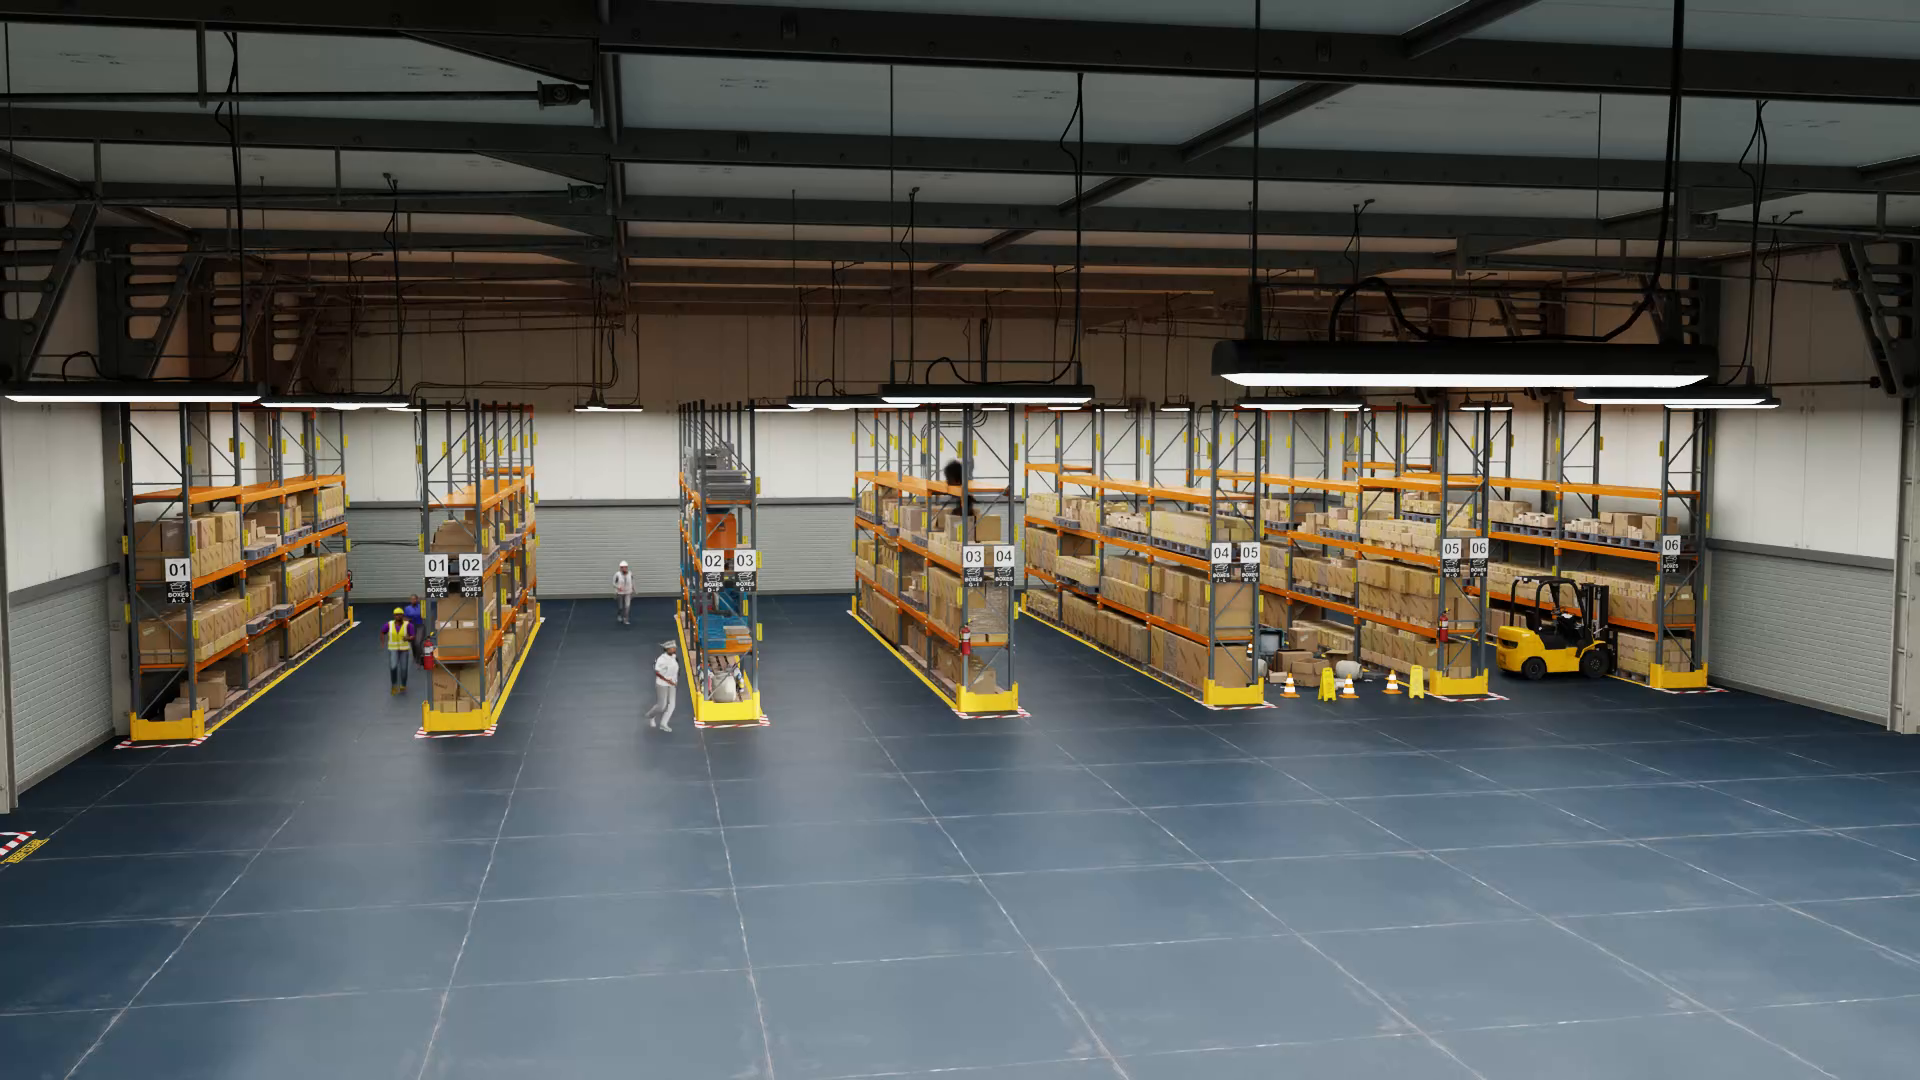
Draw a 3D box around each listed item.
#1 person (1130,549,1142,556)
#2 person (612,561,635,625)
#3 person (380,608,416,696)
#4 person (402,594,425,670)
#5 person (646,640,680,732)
[{"bbox_3d":[5.519,0.866,52.076,1.006,1.776,0.667,-3,5,-31],"label":"person"},{"bbox_3d":[-9.211,1.435,45.448,0.661,1.739,0.858,-2,5,-24],"label":"person"},{"bbox_3d":[-11.484,2.280,34.001,0.695,1.789,0.720,-1,5,-17],"label":"person"},{"bbox_3d":[-12.293,2.063,37.649,0.566,1.699,0.898,0,4,-4],"label":"person"},{"bbox_3d":[-5.410,2.633,30.279,0.666,1.662,0.589,3,6,39],"label":"person"}]
